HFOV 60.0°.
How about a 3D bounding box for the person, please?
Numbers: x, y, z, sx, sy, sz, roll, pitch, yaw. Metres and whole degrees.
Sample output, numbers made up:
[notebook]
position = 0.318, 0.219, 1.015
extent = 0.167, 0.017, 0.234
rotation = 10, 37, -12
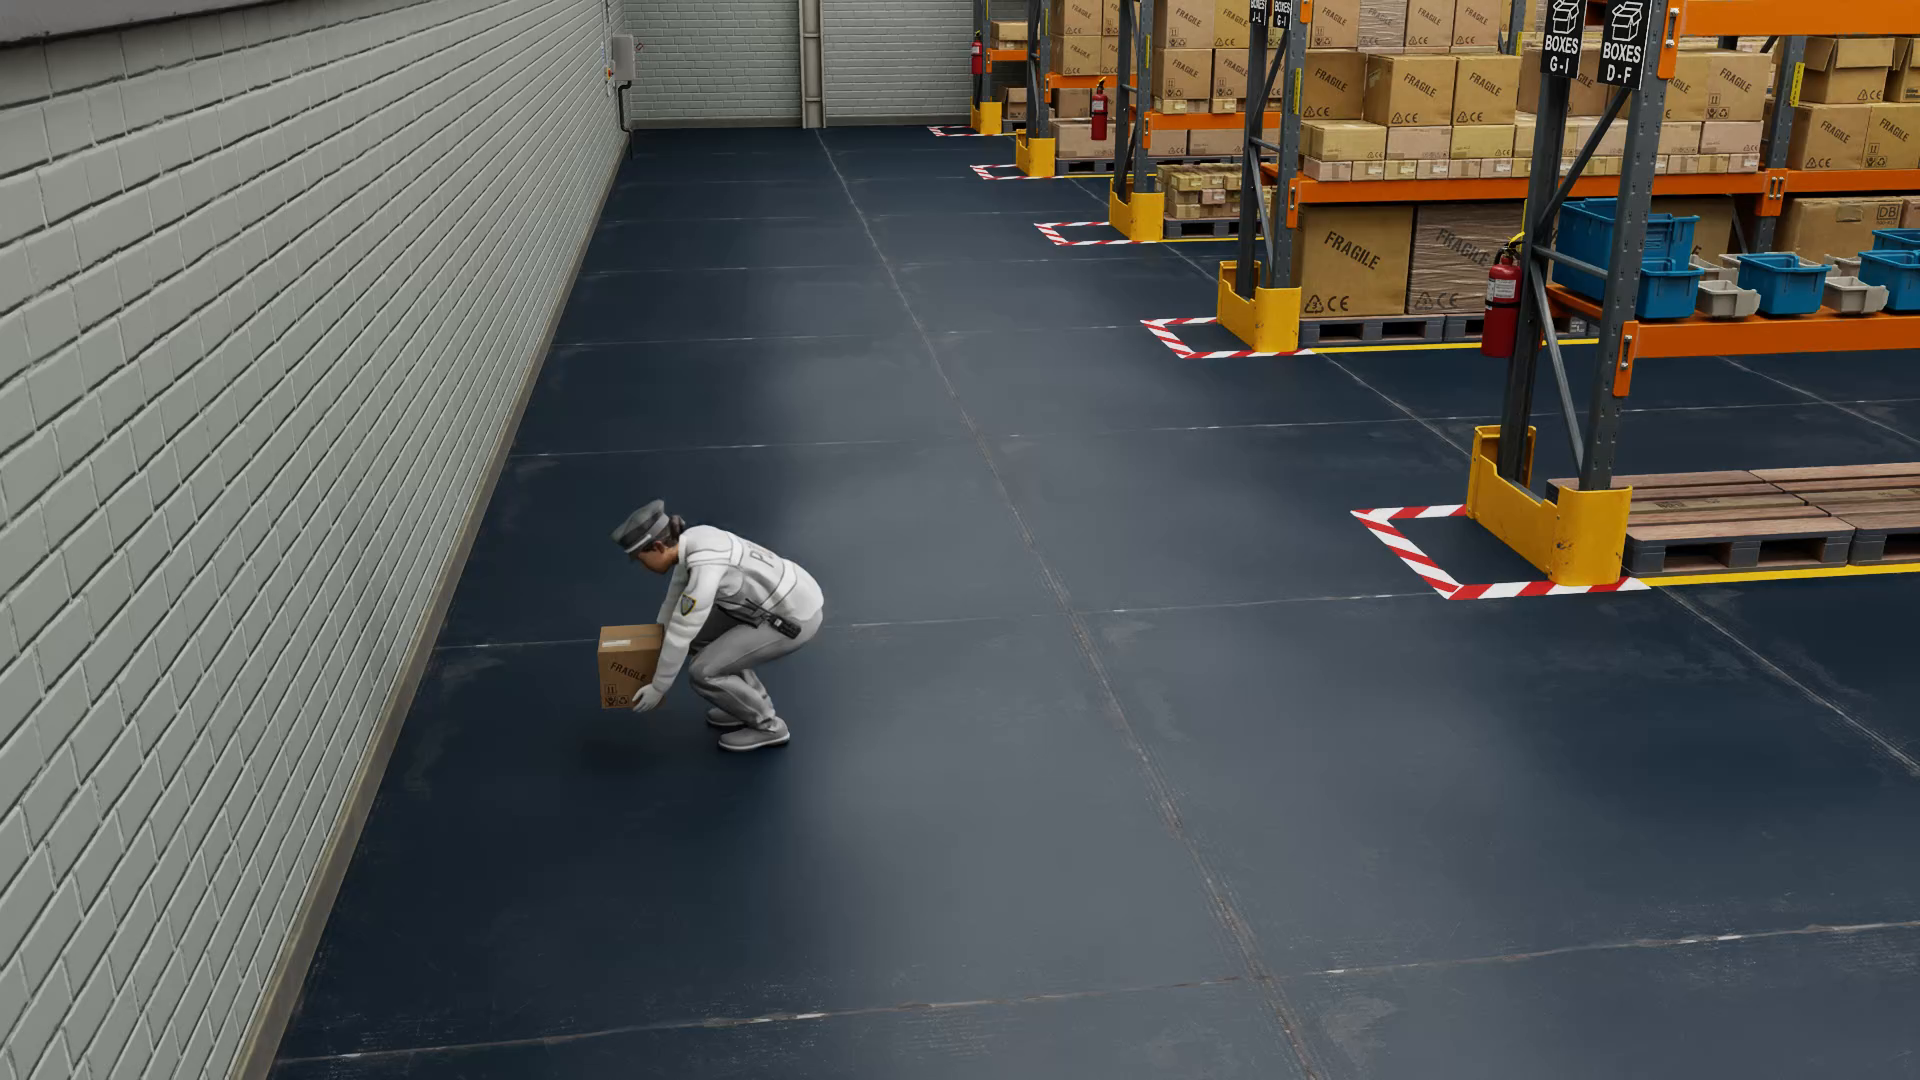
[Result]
[person]
position = -0.951, 0.324, 6.616
extent = 0.819, 1.033, 0.497
rotation = -3, 20, -8
